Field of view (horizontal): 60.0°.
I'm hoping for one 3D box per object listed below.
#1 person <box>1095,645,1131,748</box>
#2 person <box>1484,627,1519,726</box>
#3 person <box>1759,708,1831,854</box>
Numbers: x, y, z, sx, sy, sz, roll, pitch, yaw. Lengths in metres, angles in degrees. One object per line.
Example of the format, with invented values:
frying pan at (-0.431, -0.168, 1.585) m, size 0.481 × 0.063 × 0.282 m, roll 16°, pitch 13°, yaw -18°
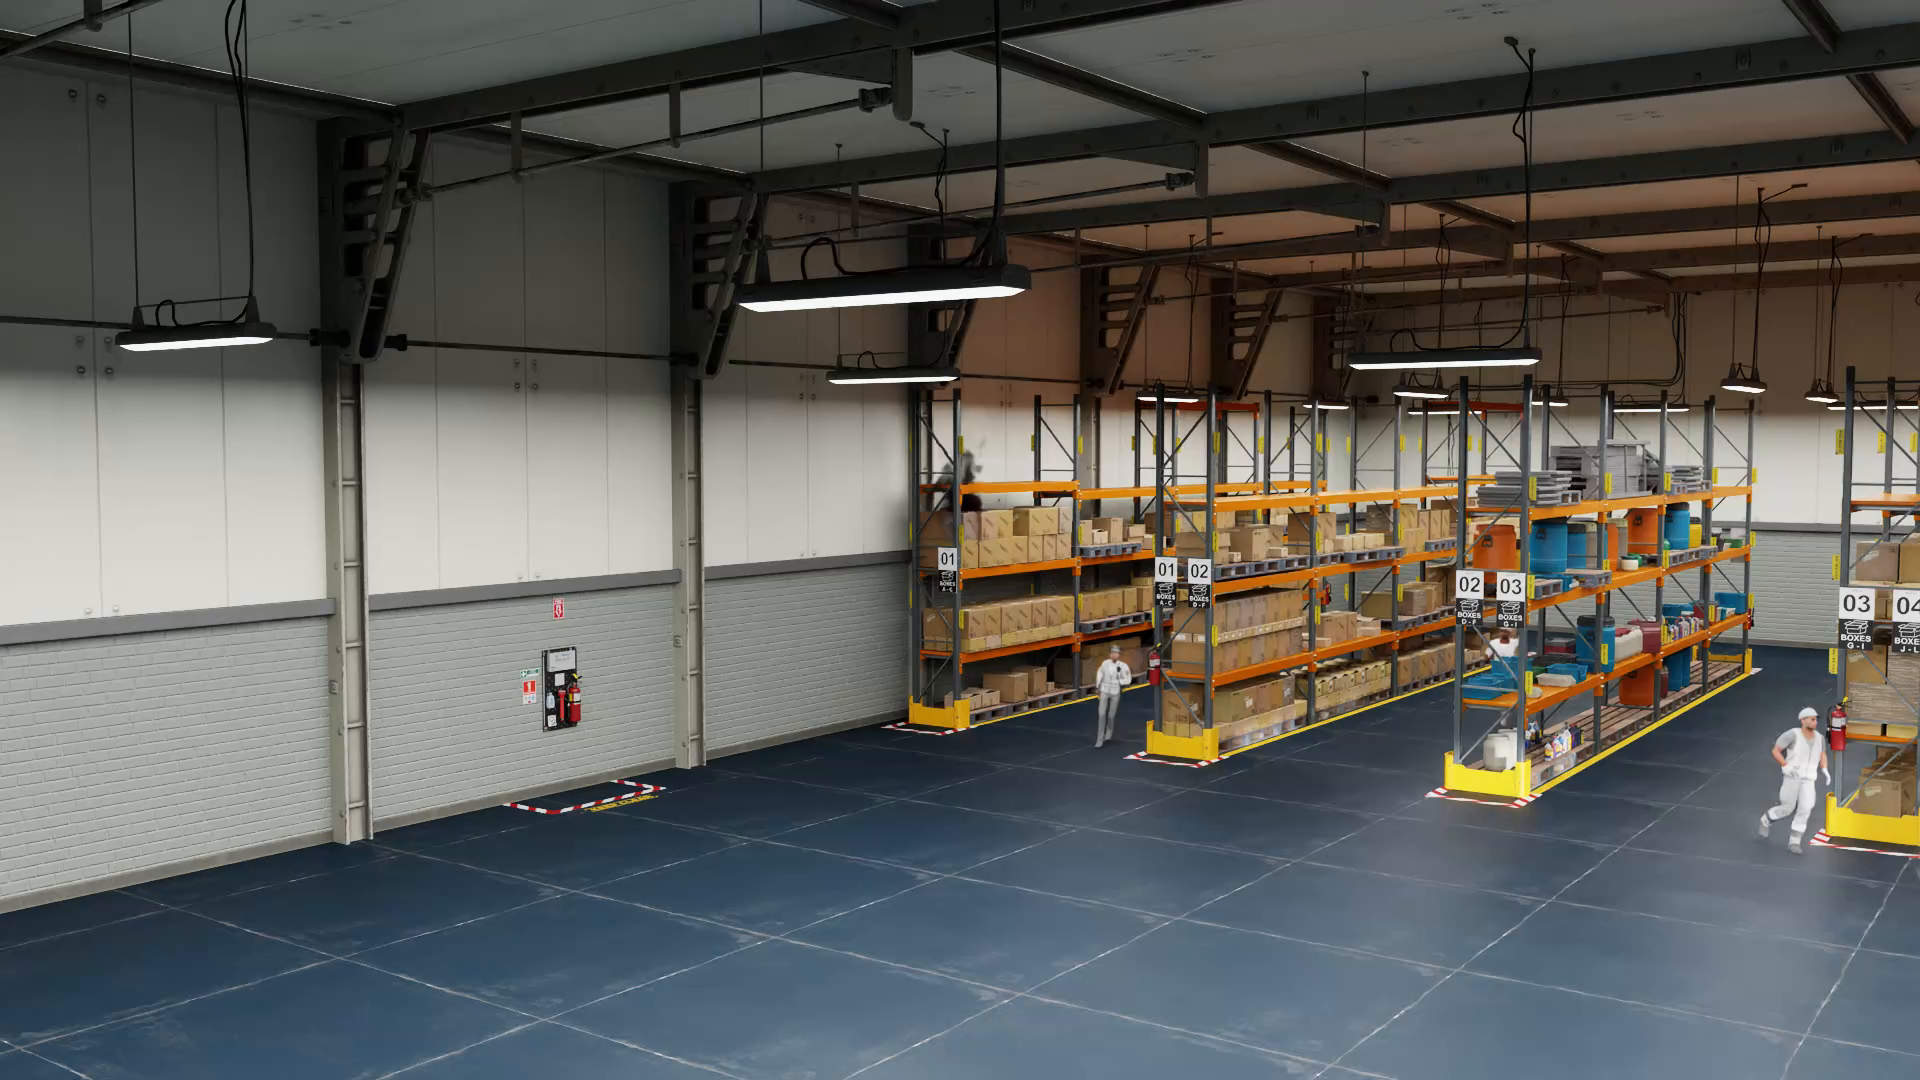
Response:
person at (2.561, 2.593, 27.818) m, size 0.608 × 1.720 × 0.824 m, roll 1°, pitch 3°, yaw 16°
person at (9.771, 2.389, 29.871) m, size 0.695 × 1.771 × 0.962 m, roll 2°, pitch 4°, yaw 30°
person at (10.428, 2.948, 20.617) m, size 0.722 × 1.751 × 0.805 m, roll 0°, pitch 3°, yaw -5°
